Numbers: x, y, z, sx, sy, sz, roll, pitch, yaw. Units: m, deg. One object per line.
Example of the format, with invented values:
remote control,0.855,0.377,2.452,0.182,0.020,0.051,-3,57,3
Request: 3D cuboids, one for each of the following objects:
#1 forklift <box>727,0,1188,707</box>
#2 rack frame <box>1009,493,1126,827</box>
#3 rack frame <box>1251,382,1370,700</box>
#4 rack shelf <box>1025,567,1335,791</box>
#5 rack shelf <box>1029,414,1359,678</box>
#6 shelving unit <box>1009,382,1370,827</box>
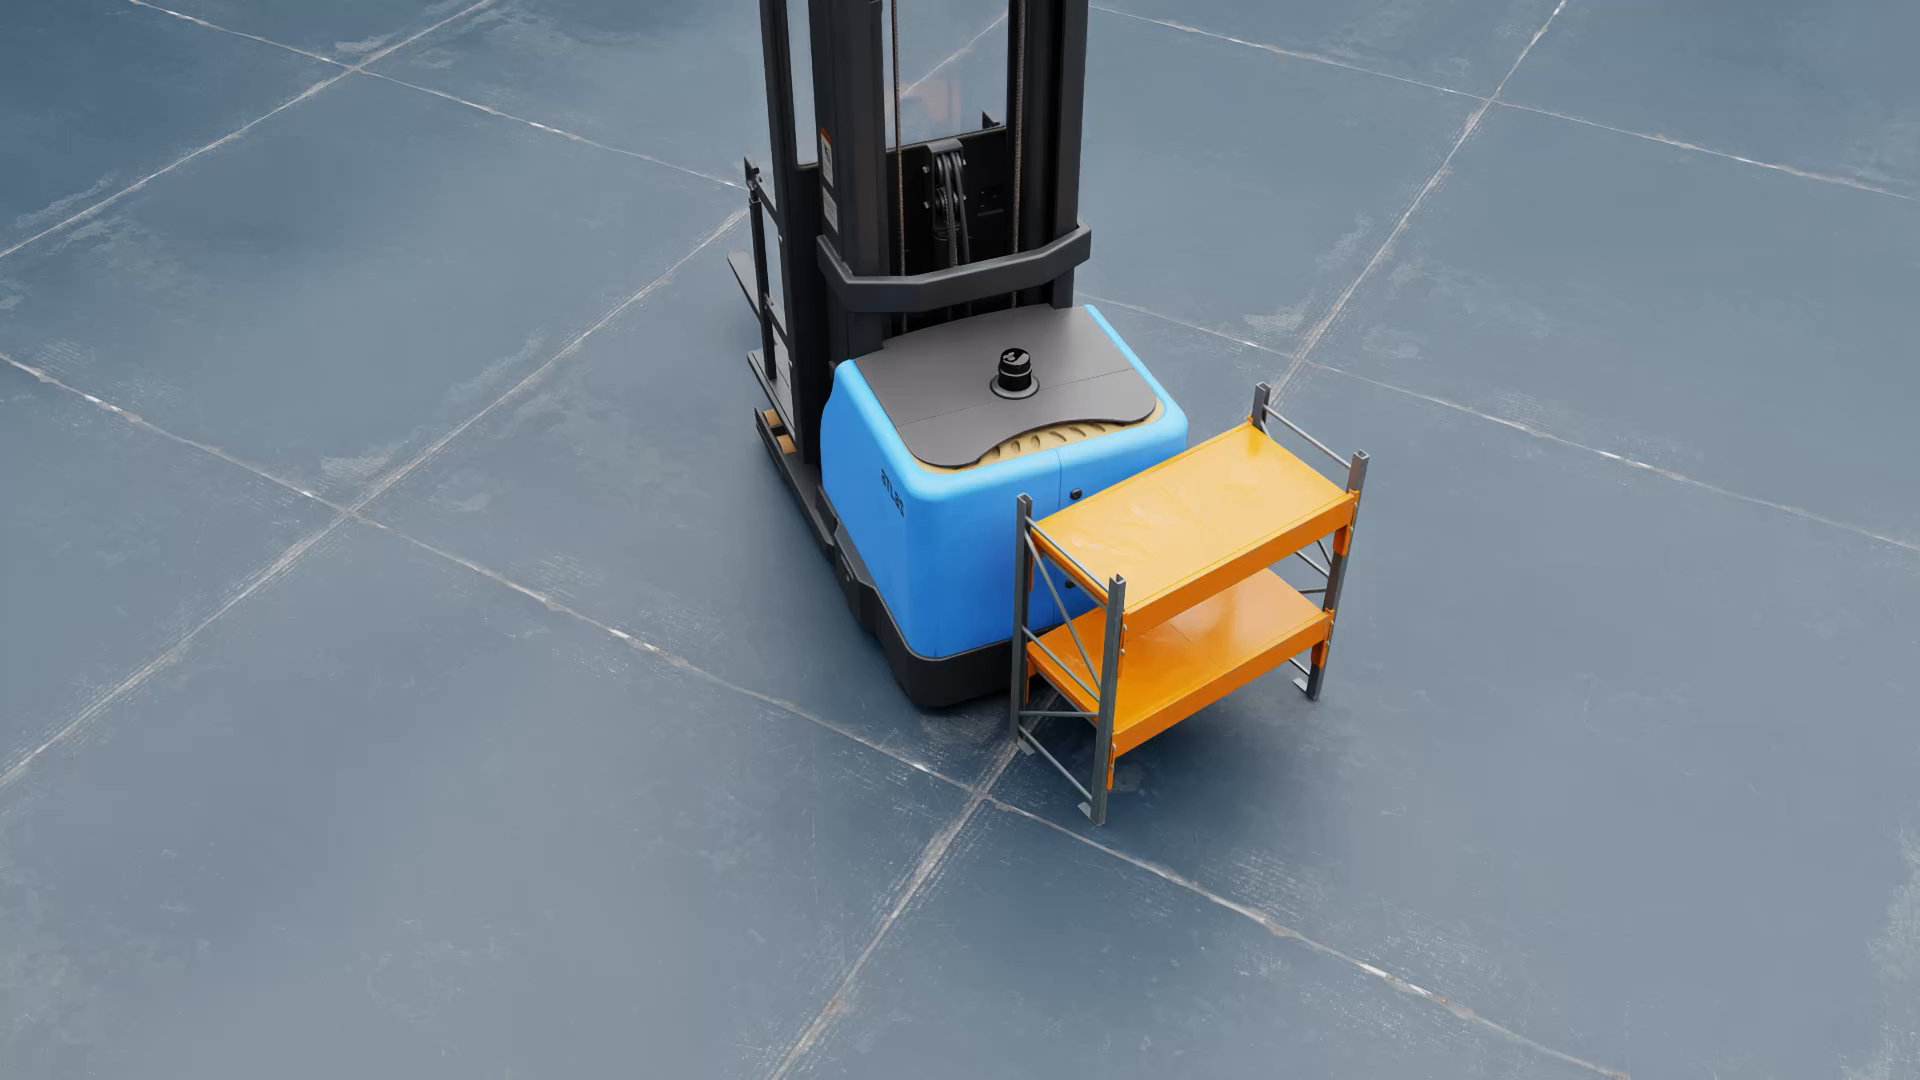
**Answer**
forklift,-0.235,-1.481,6.214,1.130,2.935,3.031,-15,44,-16
rack frame,0.335,0.413,5.430,0.032,1.125,0.500,-25,47,-26
rack frame,1.162,0.023,5.873,0.032,1.125,0.500,-25,47,-26
rack shelf,0.749,0.401,5.813,1.000,0.278,0.538,-25,47,-26
rack shelf,0.749,-0.002,5.458,1.000,0.278,0.538,-25,47,-26
shelving unit,0.749,0.218,5.652,1.048,1.125,0.538,-25,47,-26
